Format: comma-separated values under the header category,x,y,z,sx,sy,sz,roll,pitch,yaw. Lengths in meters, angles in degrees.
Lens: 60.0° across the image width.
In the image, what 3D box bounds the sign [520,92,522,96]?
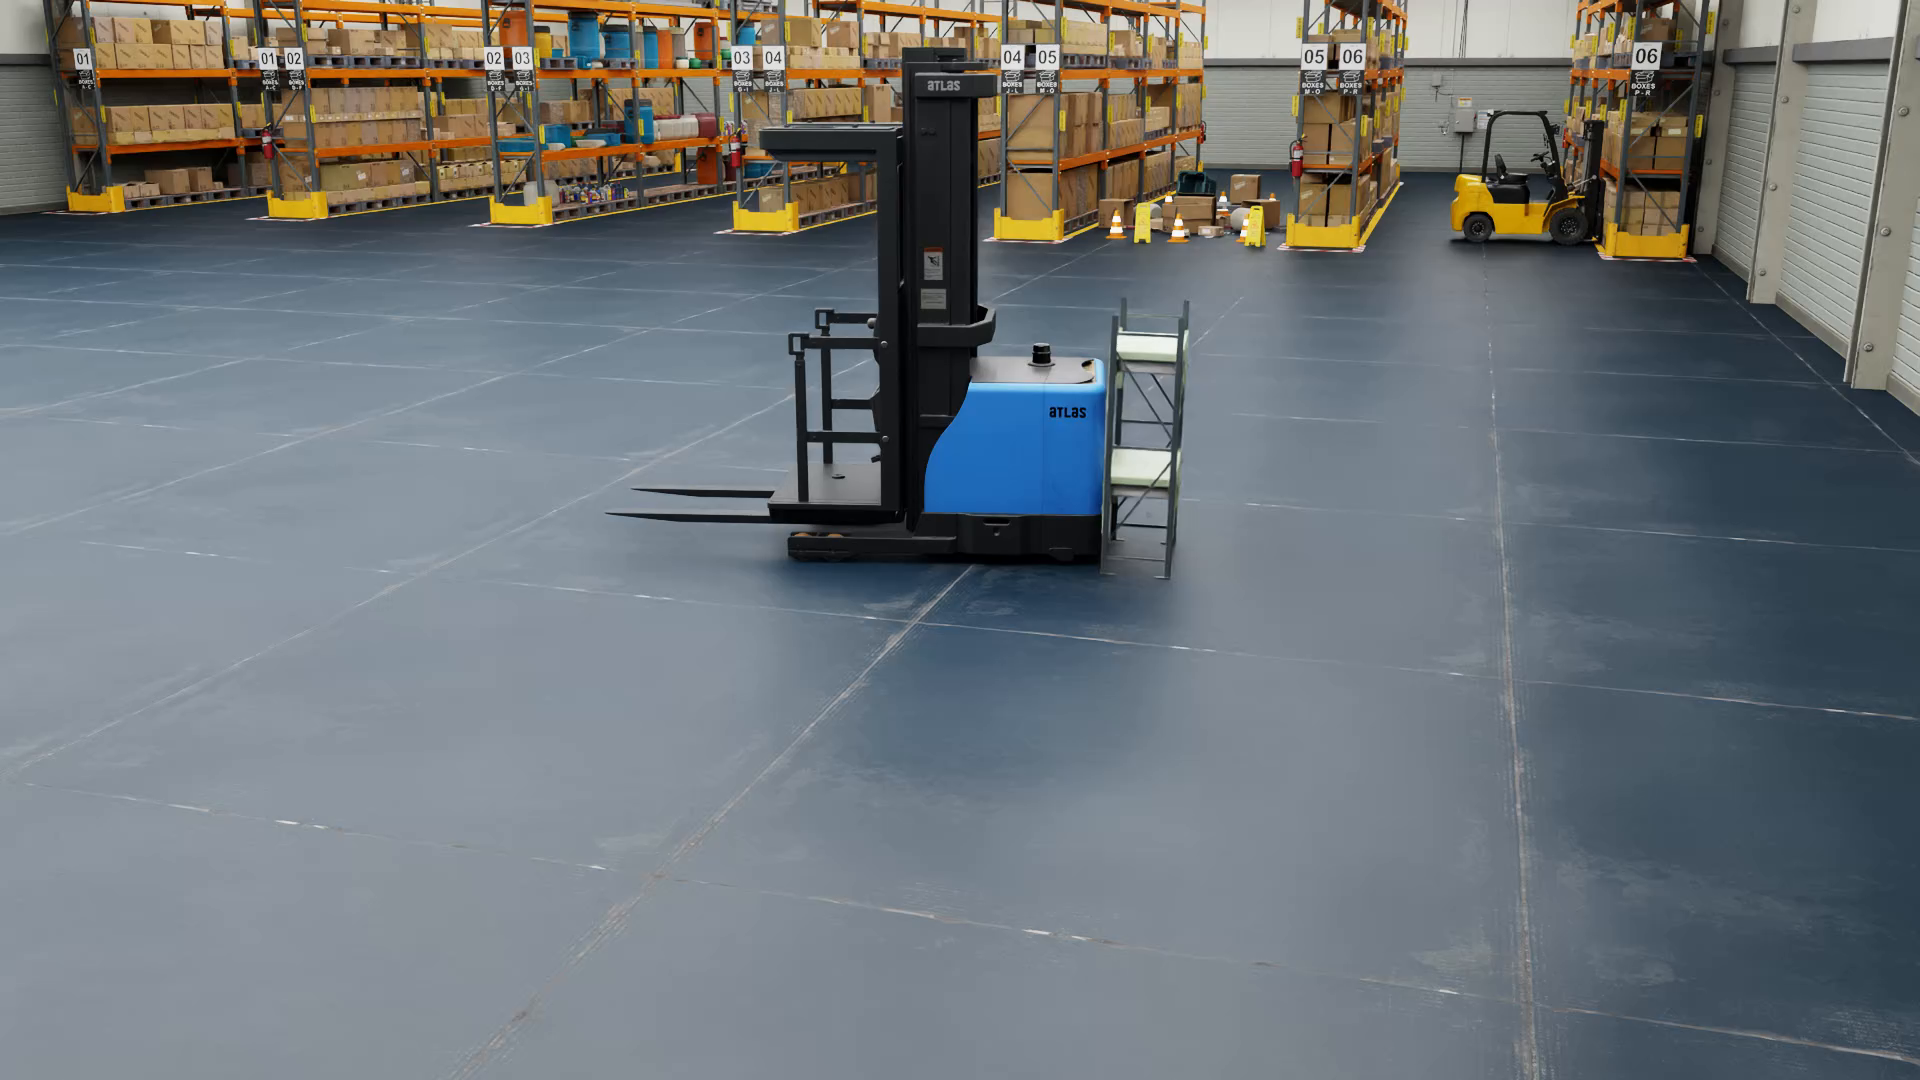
category,x,y,z,sx,sy,sz,roll,pitch,yaw
sign,-12.721,-13.016,48.167,0.100,0.325,0.005,5,16,16

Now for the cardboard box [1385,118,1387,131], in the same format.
category,x,y,z,sx,sy,sz,roll,pitch,yaw
cardboard box,8.767,-8.794,35.195,0.500,0.250,0.500,5,17,17

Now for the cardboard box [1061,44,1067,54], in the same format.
category,x,y,z,sx,sy,sz,roll,pitch,yaw
cardboard box,1.595,-8.279,28.031,0.380,0.149,0.250,5,17,16

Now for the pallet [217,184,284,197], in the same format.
category,x,y,z,sx,sy,sz,roll,pitch,yaw
pallet,-16.428,-8.114,38.549,1.003,0.211,1.213,5,16,16

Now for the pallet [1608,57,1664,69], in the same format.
category,x,y,z,sx,sy,sz,roll,pitch,yaw
pallet,12.100,-8.530,29.758,0.805,0.209,1.217,4,16,14

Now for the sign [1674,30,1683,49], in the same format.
category,x,y,z,sx,sy,sz,roll,pitch,yaw
sign,12.394,-8.634,28.683,0.100,0.325,0.005,5,16,16

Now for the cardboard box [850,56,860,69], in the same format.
category,x,y,z,sx,sy,sz,roll,pitch,yaw
cardboard box,-2.279,-9.331,32.506,0.500,0.250,0.500,5,17,18

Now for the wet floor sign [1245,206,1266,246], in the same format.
category,x,y,z,sx,sy,sz,roll,pitch,yaw
wet floor sign,4.885,-5.185,27.426,0.267,0.644,0.232,11,19,35

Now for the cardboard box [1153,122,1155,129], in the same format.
category,x,y,z,sx,sy,sz,roll,pitch,yaw
cardboard box,4.159,-9.264,37.185,0.380,0.149,0.250,5,17,17

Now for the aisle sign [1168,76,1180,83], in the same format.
category,x,y,z,sx,sy,sz,roll,pitch,yaw
aisle sign,5.470,-12.121,42.801,0.394,0.787,0.004,5,16,16

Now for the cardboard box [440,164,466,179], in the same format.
category,x,y,z,sx,sy,sz,roll,pitch,yaw
cardboard box,-11.393,-8.237,37.113,0.500,0.311,0.500,4,16,15

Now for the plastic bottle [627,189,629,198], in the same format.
category,x,y,z,sx,sy,sz,roll,pitch,yaw
plastic bottle,-6.953,-7.230,34.643,0.097,0.201,0.097,0,16,0

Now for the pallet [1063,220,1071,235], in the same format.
category,x,y,z,sx,sy,sz,roll,pitch,yaw
pallet,1.342,-5.515,29.387,1.003,0.211,1.213,5,16,16

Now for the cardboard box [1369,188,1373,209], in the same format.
category,x,y,z,sx,sy,sz,roll,pitch,yaw
cardboard box,7.449,-6.594,32.127,0.950,0.372,0.625,6,17,19

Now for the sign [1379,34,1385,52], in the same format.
category,x,y,z,sx,sy,sz,roll,pitch,yaw
sign,7.624,-8.982,30.056,0.100,0.325,0.005,5,16,16

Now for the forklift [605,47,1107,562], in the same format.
category,x,y,z,sx,sy,sz,roll,pitch,yaw
forklift,-0.624,-1.422,9.972,3.031,2.935,1.130,1,16,4

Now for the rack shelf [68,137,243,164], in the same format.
category,x,y,z,sx,sy,sz,roll,pitch,yaw
rack shelf,-17.216,-8.382,35.703,1.077,0.370,4.000,5,16,16

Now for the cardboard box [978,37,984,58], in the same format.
category,x,y,z,sx,sy,sz,roll,pitch,yaw
cardboard box,0.195,-12.283,41.505,0.700,0.500,0.500,6,17,19

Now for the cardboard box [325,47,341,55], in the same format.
category,x,y,z,sx,sy,sz,roll,pitch,yaw
cardboard box,-12.530,-9.708,32.995,0.380,0.149,0.250,5,16,16

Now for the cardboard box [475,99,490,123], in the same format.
category,x,y,z,sx,sy,sz,roll,pitch,yaw
cardboard box,-13.794,-12.011,46.629,0.980,0.700,0.700,4,16,13

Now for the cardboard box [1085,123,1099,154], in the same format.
category,x,y,z,sx,sy,sz,roll,pitch,yaw
cardboard box,2.099,-7.517,31.060,0.875,0.550,0.550,5,16,16

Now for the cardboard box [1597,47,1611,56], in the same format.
category,x,y,z,sx,sy,sz,roll,pitch,yaw
cardboard box,12.608,-9.506,32.326,0.380,0.166,0.250,5,16,16

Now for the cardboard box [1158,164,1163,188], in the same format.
category,x,y,z,sx,sy,sz,roll,pitch,yaw
cardboard box,4.335,-8.299,37.904,0.500,0.500,0.500,4,16,15

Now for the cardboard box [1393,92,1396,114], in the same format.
category,x,y,z,sx,sy,sz,roll,pitch,yaw
cardboard box,9.742,-10.059,38.279,0.500,0.500,0.500,5,17,16

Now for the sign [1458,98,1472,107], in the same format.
category,x,y,z,sx,sy,sz,roll,pitch,yaw
sign,14.070,-12.202,46.338,0.339,0.242,0.001,5,16,16

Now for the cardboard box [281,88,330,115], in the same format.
category,x,y,z,sx,sy,sz,roll,pitch,yaw
cardboard box,-12.874,-8.629,32.694,0.700,0.500,0.500,5,16,16

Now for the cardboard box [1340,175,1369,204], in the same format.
category,x,y,z,sx,sy,sz,roll,pitch,yaw
cardboard box,7.048,-6.262,29.804,0.500,0.500,0.500,5,17,17

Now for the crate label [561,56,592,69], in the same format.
category,x,y,z,sx,sy,sz,roll,pitch,yaw
crate label,-7.437,-9.272,32.299,0.502,0.251,0.408,5,16,16

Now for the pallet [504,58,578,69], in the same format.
category,x,y,z,sx,sy,sz,roll,pitch,yaw
pallet,-7.957,-8.998,31.404,1.003,0.211,1.213,5,16,16

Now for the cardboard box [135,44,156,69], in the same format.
category,x,y,z,sx,sy,sz,roll,pitch,yaw
cardboard box,-17.119,-10.048,34.540,0.500,0.500,0.500,5,17,18

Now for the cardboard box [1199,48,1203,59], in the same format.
category,x,y,z,sx,sy,sz,roll,pitch,yaw
cardboard box,5.850,-12.299,42.055,0.500,0.250,0.500,4,16,14

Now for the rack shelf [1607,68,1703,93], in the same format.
category,x,y,z,sx,sy,sz,roll,pitch,yaw
rack shelf,11.293,-7.520,27.168,1.077,0.370,4.000,5,16,16

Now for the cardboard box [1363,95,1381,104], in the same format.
category,x,y,z,sx,sy,sz,roll,pitch,yaw
cardboard box,8.044,-8.633,32.581,0.380,0.149,0.250,4,16,13

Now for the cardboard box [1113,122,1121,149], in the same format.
category,x,y,z,sx,sy,sz,roll,pitch,yaw
cardboard box,2.877,-7.985,32.801,0.500,0.500,0.500,5,17,16

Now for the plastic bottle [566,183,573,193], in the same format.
category,x,y,z,sx,sy,sz,roll,pitch,yaw
plastic bottle,-7.951,-7.081,33.845,0.144,0.351,0.185,4,16,15

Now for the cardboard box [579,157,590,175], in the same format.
category,x,y,z,sx,sy,sz,roll,pitch,yaw
cardboard box,-9.780,-9.559,42.309,0.500,0.500,0.500,5,17,17

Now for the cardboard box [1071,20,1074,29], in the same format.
category,x,y,z,sx,sy,sz,roll,pitch,yaw
cardboard box,1.734,-8.793,28.381,0.380,0.149,0.250,4,16,15

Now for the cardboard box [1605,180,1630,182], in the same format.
category,x,y,z,sx,sy,sz,roll,pitch,yaw
cardboard box,11.268,-6.072,28.676,0.500,0.250,0.500,5,16,16

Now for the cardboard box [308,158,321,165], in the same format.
category,x,y,z,sx,sy,sz,roll,pitch,yaw
cardboard box,-15.923,-8.989,40.298,0.700,0.500,0.500,5,16,16

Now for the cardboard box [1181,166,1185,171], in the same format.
category,x,y,z,sx,sy,sz,roll,pitch,yaw
cardboard box,5.343,-9.166,41.058,0.380,0.149,0.250,4,16,15

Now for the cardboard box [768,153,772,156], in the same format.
category,x,y,z,sx,sy,sz,roll,pitch,yaw
cardboard box,-3.227,-6.988,29.929,0.380,0.149,0.250,5,16,16

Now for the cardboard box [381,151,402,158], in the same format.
category,x,y,z,sx,sy,sz,roll,pitch,yaw
cardboard box,-14.921,-9.877,42.824,0.750,0.750,0.750,5,16,16

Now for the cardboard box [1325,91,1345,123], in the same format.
category,x,y,z,sx,sy,sz,roll,pitch,yaw
cardboard box,6.051,-7.239,27.793,0.700,0.500,0.500,5,17,16

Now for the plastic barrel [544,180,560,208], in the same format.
category,x,y,z,sx,sy,sz,roll,pitch,yaw
plastic barrel,-8.029,-6.751,32.424,0.421,0.512,0.421,0,16,0

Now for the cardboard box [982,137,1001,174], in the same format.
category,x,y,z,sx,sy,sz,roll,pitch,yaw
cardboard box,0.646,-10.007,43.236,0.875,0.875,0.875,5,16,16

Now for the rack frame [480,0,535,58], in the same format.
category,x,y,z,sx,sy,sz,roll,pitch,yaw
rack frame,-8.286,-10.323,30.233,1.000,3.000,0.127,5,16,16

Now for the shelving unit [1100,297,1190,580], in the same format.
category,x,y,z,sx,sy,sz,roll,pitch,yaw
shelving unit,1.083,-0.608,9.707,0.431,1.500,0.755,4,16,9

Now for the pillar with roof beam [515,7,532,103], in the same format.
category,x,y,z,sx,sy,sz,roll,pitch,yaw
pillar with roof beam,-9.172,-15.717,49.249,9.100,9.000,0.400,5,16,16

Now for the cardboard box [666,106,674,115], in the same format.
category,x,y,z,sx,sy,sz,roll,pitch,yaw
cardboard box,-8.353,-11.918,46.666,0.500,0.500,0.500,5,17,18

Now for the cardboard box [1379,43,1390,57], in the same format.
category,x,y,z,sx,sy,sz,roll,pitch,yaw
cardboard box,7.652,-9.025,30.661,0.500,0.250,0.500,4,16,14

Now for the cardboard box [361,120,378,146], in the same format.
category,x,y,z,sx,sy,sz,roll,pitch,yaw
cardboard box,-12.451,-8.396,34.251,0.700,0.500,0.500,5,17,18

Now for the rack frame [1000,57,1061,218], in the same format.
category,x,y,z,sx,sy,sz,roll,pitch,yaw
rack frame,1.190,-6.642,28.248,1.000,3.000,0.127,5,16,16

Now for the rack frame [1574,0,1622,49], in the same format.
category,x,y,z,sx,sy,sz,roll,pitch,yaw
rack frame,15.272,-12.972,39.574,1.000,3.000,0.127,5,16,16

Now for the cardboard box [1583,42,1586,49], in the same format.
category,x,y,z,sx,sy,sz,roll,pitch,yaw
cardboard box,13.461,-10.503,35.328,0.380,0.149,0.250,4,16,15

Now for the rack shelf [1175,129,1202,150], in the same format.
category,x,y,z,sx,sy,sz,roll,pitch,yaw
rack shelf,5.168,-9.958,41.260,1.077,0.370,4.000,5,16,16

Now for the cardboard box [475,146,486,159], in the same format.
category,x,y,z,sx,sy,sz,roll,pitch,yaw
cardboard box,-13.769,-10.797,46.709,0.700,0.500,0.500,5,17,17
